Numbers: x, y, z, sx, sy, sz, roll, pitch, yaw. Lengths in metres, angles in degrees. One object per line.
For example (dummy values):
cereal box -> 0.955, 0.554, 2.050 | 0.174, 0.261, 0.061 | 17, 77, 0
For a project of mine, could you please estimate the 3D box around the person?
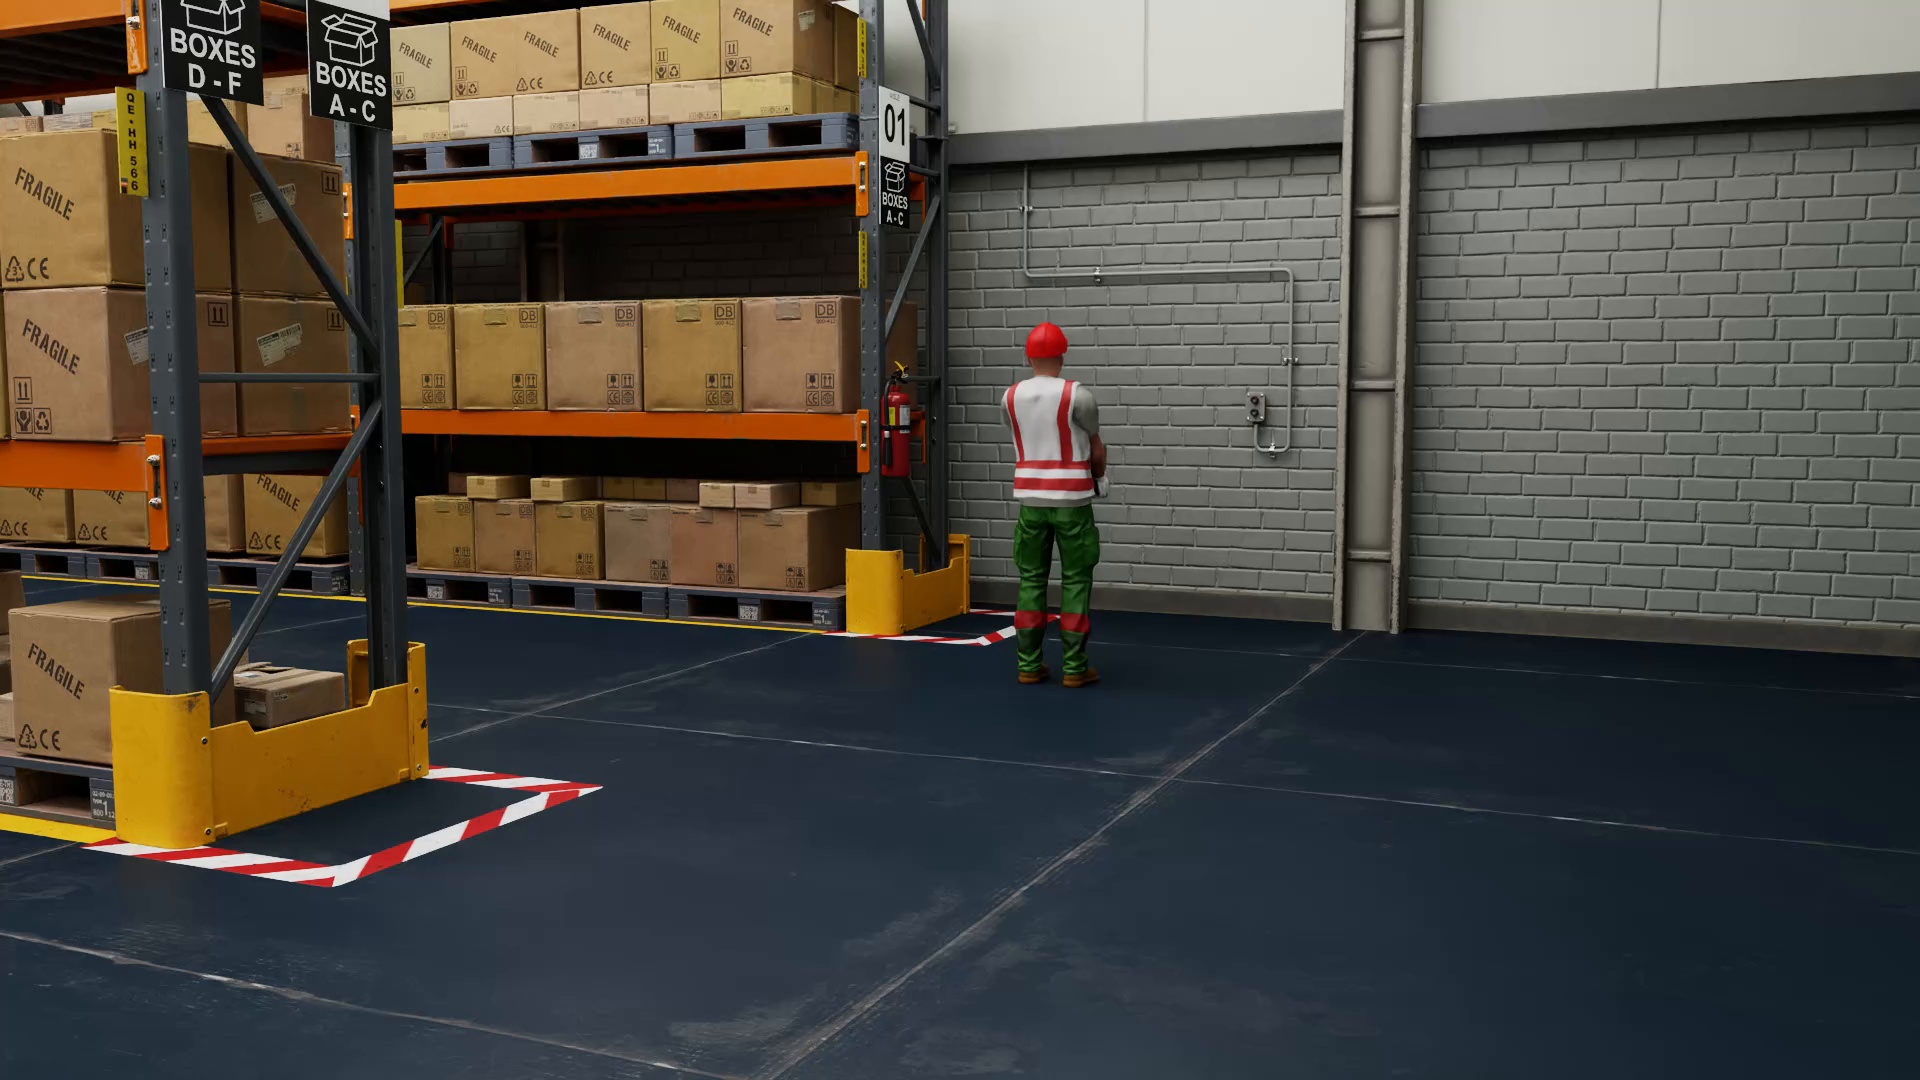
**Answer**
person -> 0.494, -0.184, 8.297 | 0.494, 1.782, 0.561 | 3, 6, 25
